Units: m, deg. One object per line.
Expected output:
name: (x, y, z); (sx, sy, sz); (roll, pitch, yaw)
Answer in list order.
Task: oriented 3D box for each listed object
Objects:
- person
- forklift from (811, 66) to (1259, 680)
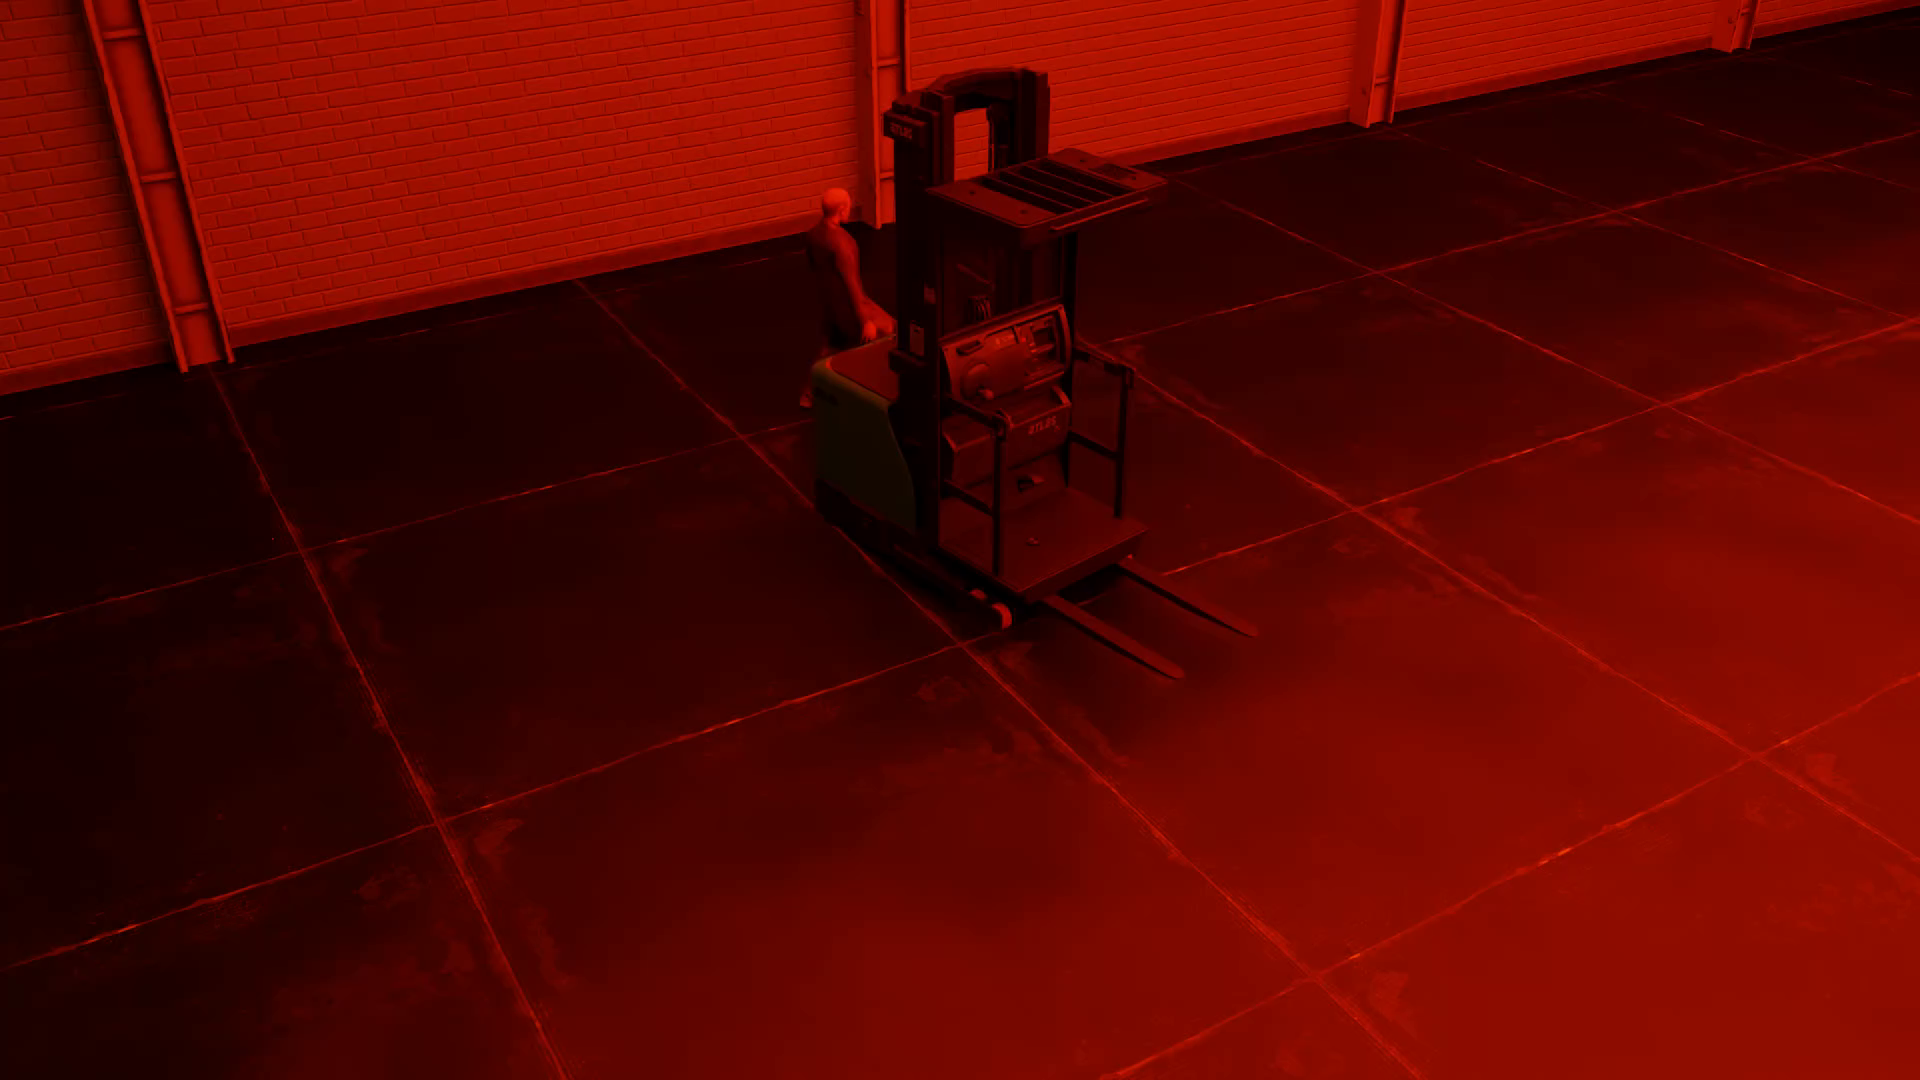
person: (-0.804, -1.649, 11.662); (0.636, 1.663, 0.976); (-14, 34, -22)
forklift: (0.412, -1.024, 9.357); (1.130, 2.935, 3.031); (-24, 39, -34)
